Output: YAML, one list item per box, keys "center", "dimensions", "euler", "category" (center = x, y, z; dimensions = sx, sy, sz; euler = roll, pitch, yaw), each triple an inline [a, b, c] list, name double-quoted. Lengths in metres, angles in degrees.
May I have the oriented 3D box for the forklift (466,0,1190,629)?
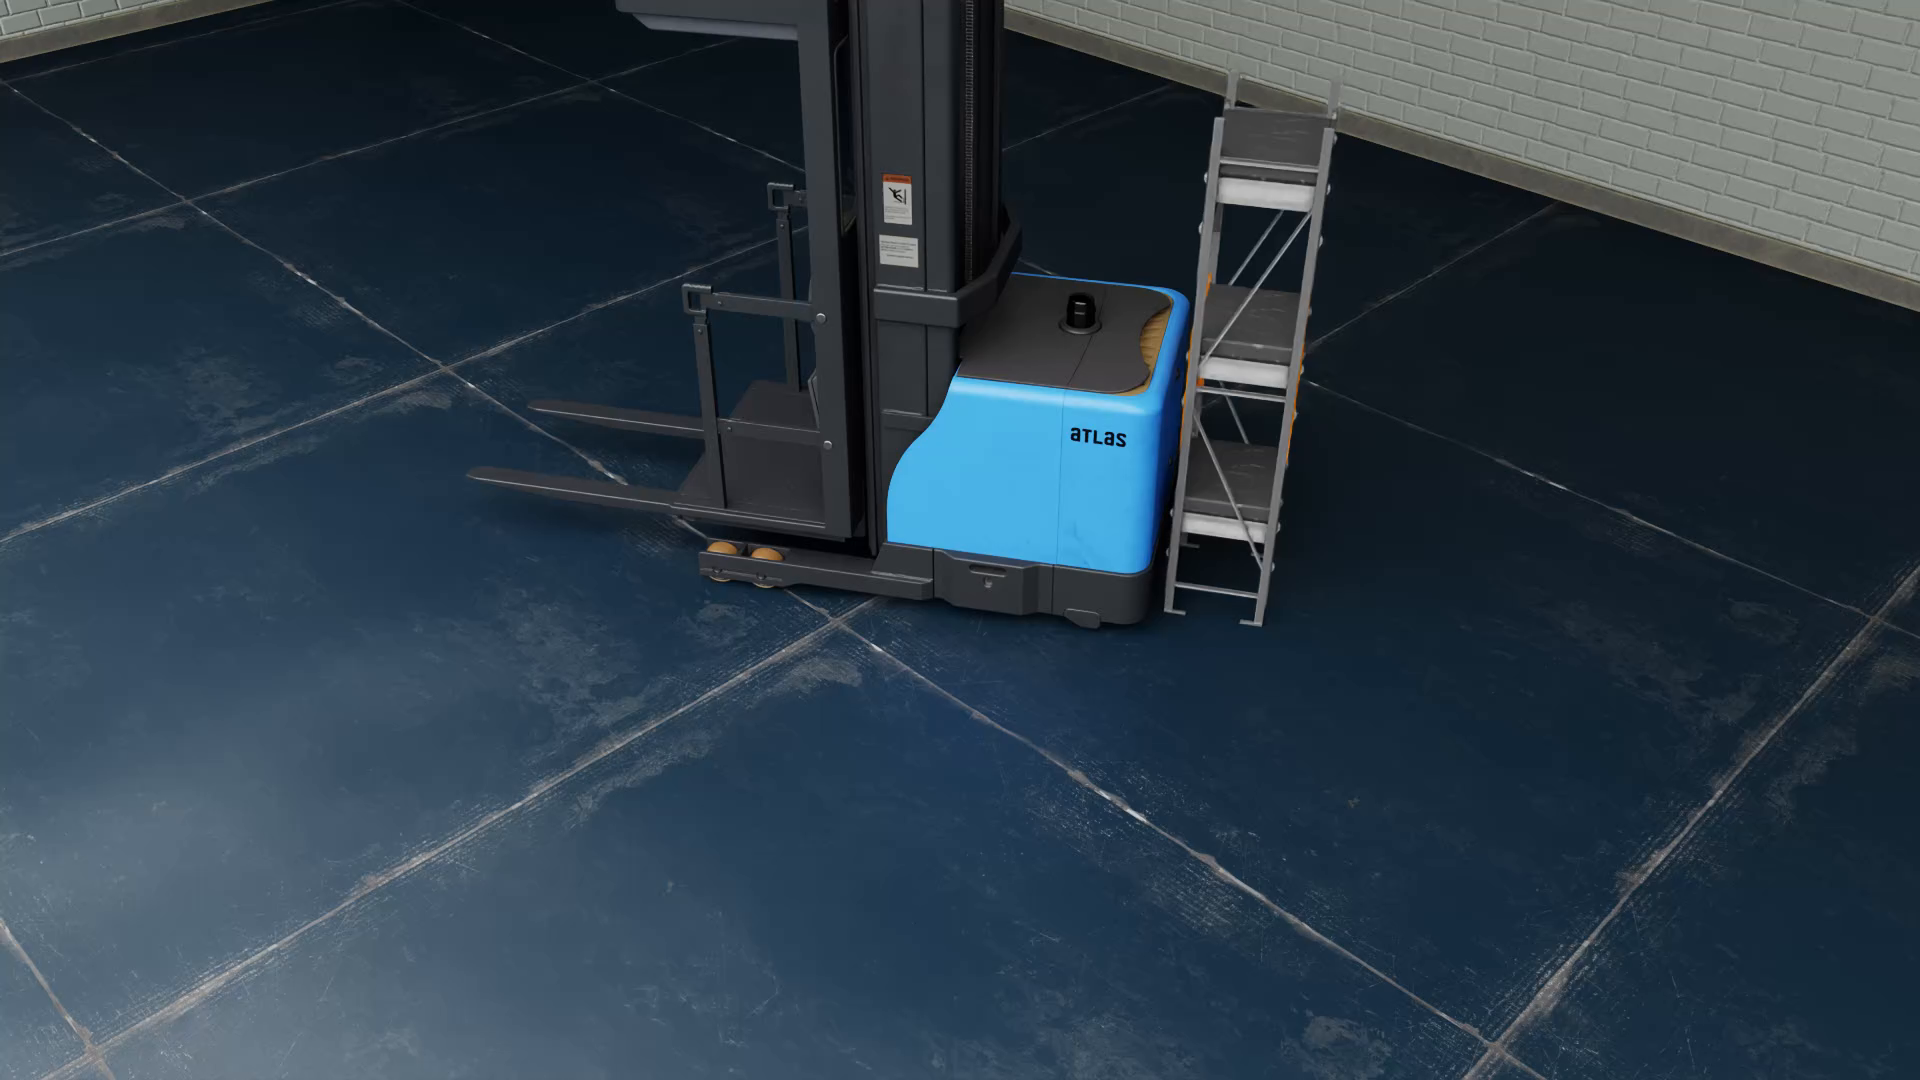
- center: [-0.613, -1.286, 6.532]
  dimensions: [3.031, 2.935, 1.130]
  euler: [8, 36, 11]
  category: "forklift"

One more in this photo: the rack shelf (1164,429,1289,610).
- center: [1.091, -0.090, 6.787]
  dimensions: [0.431, 0.518, 0.480]
  euler: [8, 36, 11]
  category: "rack shelf"

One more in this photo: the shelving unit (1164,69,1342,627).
- center: [1.099, -0.675, 6.377]
  dimensions: [0.431, 2.100, 0.503]
  euler: [8, 36, 11]
  category: "shelving unit"

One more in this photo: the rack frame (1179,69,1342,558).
- center: [1.155, -0.810, 6.572]
  dimensions: [0.400, 2.100, 0.015]
  euler: [8, 36, 11]
  category: "rack frame"

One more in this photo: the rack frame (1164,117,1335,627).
- center: [1.043, -0.539, 6.182]
  dimensions: [0.400, 2.100, 0.015]
  euler: [8, 36, 11]
  category: "rack frame"

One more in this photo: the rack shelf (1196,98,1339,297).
- center: [1.107, -1.236, 5.983]
  dimensions: [0.431, 0.518, 0.480]
  euler: [8, 36, 11]
  category: "rack shelf"

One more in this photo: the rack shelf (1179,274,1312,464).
- center: [1.099, -0.663, 6.385]
  dimensions: [0.431, 0.518, 0.480]
  euler: [8, 36, 11]
  category: "rack shelf"
